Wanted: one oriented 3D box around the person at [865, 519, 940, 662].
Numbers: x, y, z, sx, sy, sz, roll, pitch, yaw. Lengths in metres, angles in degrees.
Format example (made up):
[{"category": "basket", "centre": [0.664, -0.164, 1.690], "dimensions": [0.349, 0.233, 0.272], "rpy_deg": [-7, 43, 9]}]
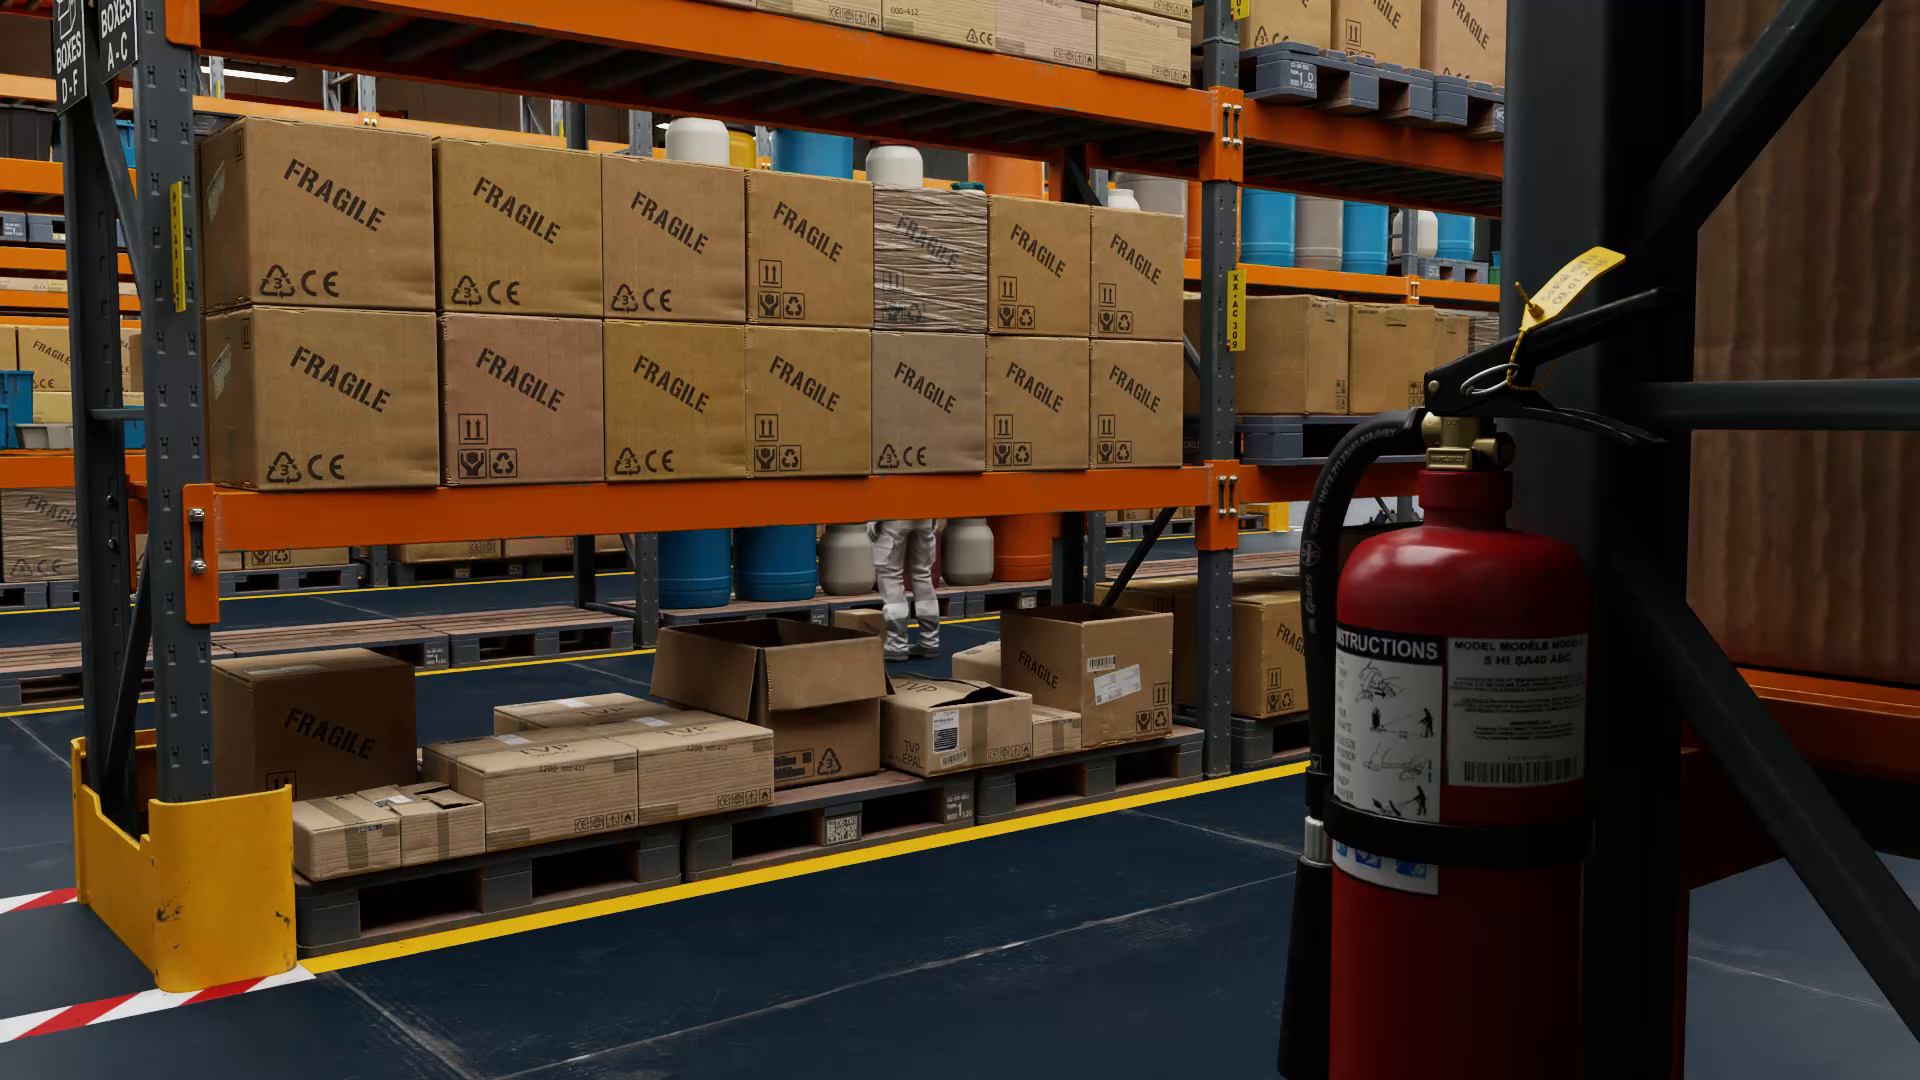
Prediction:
[{"category": "person", "centre": [-0.342, -0.149, 10.309], "dimensions": [0.525, 1.786, 0.338], "rpy_deg": [-3, 5, -38]}]
